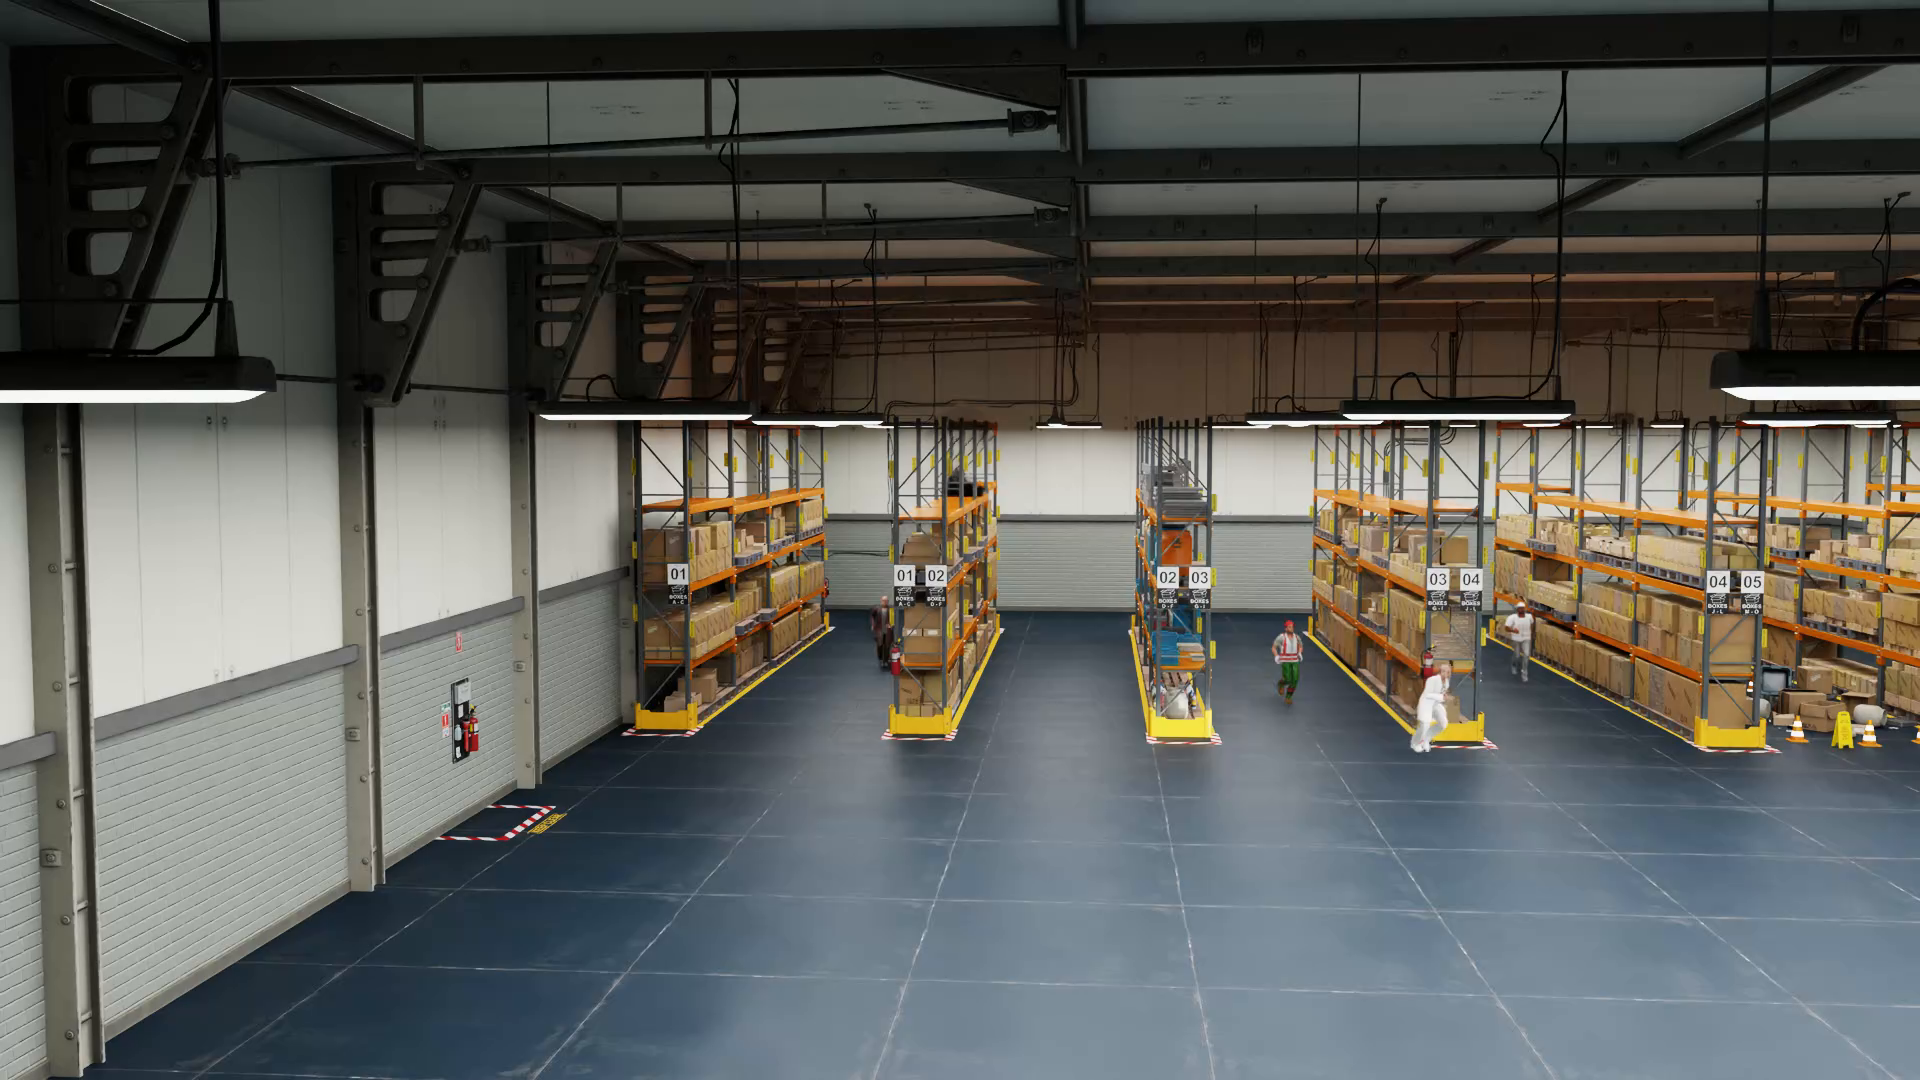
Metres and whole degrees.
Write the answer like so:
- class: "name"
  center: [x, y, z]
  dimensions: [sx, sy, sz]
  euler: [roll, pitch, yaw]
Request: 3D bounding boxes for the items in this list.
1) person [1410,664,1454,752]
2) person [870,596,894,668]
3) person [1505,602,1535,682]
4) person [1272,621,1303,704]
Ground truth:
- class: "person"
  center: [8.425, 2.978, 29.514]
  dimensions: [0.740, 1.620, 0.997]
  euler: [-3, 4, -34]
- class: "person"
  center: [-1.835, 2.220, 40.122]
  dimensions: [0.678, 1.745, 0.808]
  euler: [0, 4, -3]
- class: "person"
  center: [12.943, 2.328, 38.416]
  dimensions: [0.704, 1.798, 0.922]
  euler: [0, 4, 8]
- class: "person"
  center: [6.941, 2.574, 35.107]
  dimensions: [0.671, 1.748, 0.596]
  euler: [-1, 4, -12]
